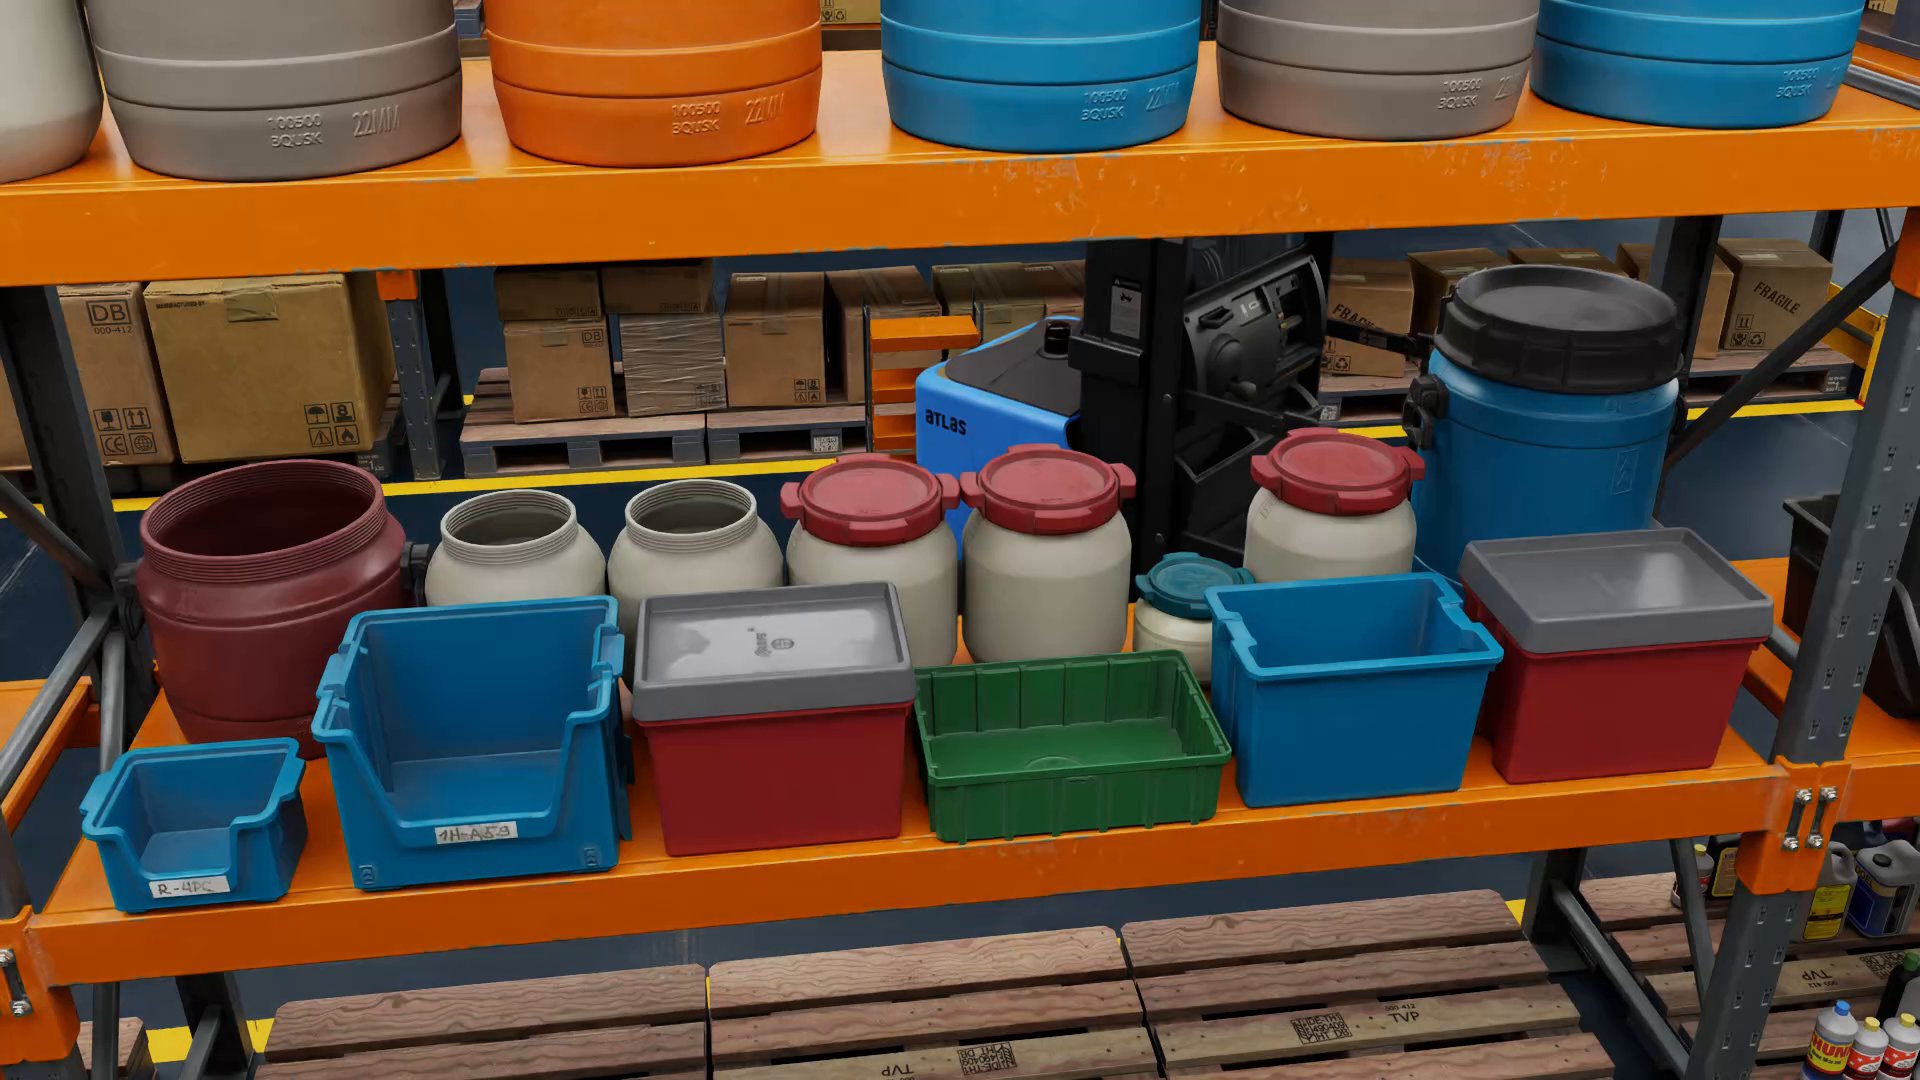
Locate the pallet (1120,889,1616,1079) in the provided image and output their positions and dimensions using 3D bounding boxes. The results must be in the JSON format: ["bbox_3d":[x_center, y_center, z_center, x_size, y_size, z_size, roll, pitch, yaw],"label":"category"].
[{"bbox_3d":[1.146,1.441,4.711,1.213,0.211,1.003,-4,27,-7],"label":"pallet"}]

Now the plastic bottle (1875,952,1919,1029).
[{"bbox_3d":[2.596,1.242,4.536,0.133,0.283,0.061,-4,27,-7],"label":"plastic bottle"}]

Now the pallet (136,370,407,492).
[{"bbox_3d":[-3.524,-0.595,8.679,1.213,0.211,1.003,-4,27,-7],"label":"pallet"}]

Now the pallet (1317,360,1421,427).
[{"bbox_3d":[1.888,-0.924,9.320,1.213,0.211,1.003,-4,27,-7],"label":"pallet"}]

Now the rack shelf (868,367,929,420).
[{"bbox_3d":[-0.164,-0.662,7.384,0.480,0.148,0.258,-4,27,-7],"label":"rack shelf"}]

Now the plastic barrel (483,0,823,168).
[{"bbox_3d":[-0.552,-1.134,2.919,0.708,0.830,0.600,-4,27,-7],"label":"plastic barrel"}]

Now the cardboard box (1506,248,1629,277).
[{"bbox_3d":[3.359,-1.319,9.312,0.500,0.500,0.500,-1,27,-2],"label":"cardboard box"}]

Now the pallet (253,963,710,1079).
[{"bbox_3d":[-1.270,1.596,4.408,1.213,0.211,1.003,-4,27,-7],"label":"pallet"}]

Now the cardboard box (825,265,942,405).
[{"bbox_3d":[-0.412,-1.103,8.870,0.500,0.500,0.700,-6,28,-12],"label":"cardboard box"}]

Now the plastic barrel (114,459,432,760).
[{"bbox_3d":[-1.626,0.160,4.003,0.708,0.536,0.600,-4,27,-7],"label":"plastic barrel"}]

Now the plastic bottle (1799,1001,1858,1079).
[{"bbox_3d":[2.295,1.329,4.381,0.097,0.271,0.097,0,27,0],"label":"plastic bottle"}]

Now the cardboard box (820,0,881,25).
[{"bbox_3d":[-0.843,-4.181,12.503,0.500,0.500,0.500,-3,27,-7],"label":"cardboard box"}]

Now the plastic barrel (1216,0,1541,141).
[{"bbox_3d":[0.797,-1.253,3.071,0.600,0.901,0.600,0,27,0],"label":"plastic barrel"}]

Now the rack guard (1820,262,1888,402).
[{"bbox_3d":[5.114,-1.244,9.626,0.348,0.500,1.175,-4,27,-7],"label":"rack guard"}]

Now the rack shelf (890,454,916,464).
[{"bbox_3d":[-0.164,-0.287,7.577,0.480,0.148,0.258,-4,27,-7],"label":"rack shelf"}]

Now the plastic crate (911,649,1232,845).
[{"bbox_3d":[0.233,0.465,3.789,0.662,0.188,0.450,-4,27,-7],"label":"plastic crate"}]

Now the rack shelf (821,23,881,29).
[{"bbox_3d":[-1.343,-3.908,12.868,4.000,0.370,1.077,-4,27,-7],"label":"rack shelf"}]

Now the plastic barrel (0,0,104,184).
[{"bbox_3d":[-1.693,-0.878,2.768,0.421,0.512,0.421,0,27,0],"label":"plastic barrel"}]

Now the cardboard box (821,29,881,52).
[{"bbox_3d":[-0.476,-2.187,8.154,0.637,0.503,0.797,-1,27,-2],"label":"cardboard box"}]

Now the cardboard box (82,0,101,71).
[{"bbox_3d":[-4.105,-2.263,7.667,0.637,0.503,0.797,-3,27,-6],"label":"cardboard box"}]

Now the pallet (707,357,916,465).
[{"bbox_3d":[-0.753,-0.736,8.954,1.213,0.211,1.003,-4,27,-7],"label":"pallet"}]

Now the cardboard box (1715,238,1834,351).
[{"bbox_3d":[4.568,-1.403,9.477,0.500,0.500,0.500,1,27,2],"label":"cardboard box"}]

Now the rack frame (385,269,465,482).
[{"bbox_3d":[-2.733,-1.852,8.073,0.127,3.000,1.000,-4,27,-7],"label":"rack frame"}]

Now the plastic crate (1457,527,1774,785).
[{"bbox_3d":[1.481,0.273,3.861,0.583,0.464,0.402,-4,27,-7],"label":"plastic crate"}]

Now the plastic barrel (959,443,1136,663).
[{"bbox_3d":[0.214,0.081,4.158,0.433,0.535,0.433,0,27,0],"label":"plastic barrel"}]

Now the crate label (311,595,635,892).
[{"bbox_3d":[-1.021,0.431,3.586,0.616,0.435,0.502,-4,27,-7],"label":"crate label"}]

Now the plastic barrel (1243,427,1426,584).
[{"bbox_3d":[0.940,0.034,4.249,0.433,0.535,0.433,0,27,0],"label":"plastic barrel"}]

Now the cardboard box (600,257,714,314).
[{"bbox_3d":[-1.550,-1.364,8.557,0.500,0.250,0.500,-1,27,-1],"label":"cardboard box"}]

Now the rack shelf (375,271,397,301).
[{"bbox_3d":[-4.713,-1.405,7.990,4.000,0.370,1.077,-4,27,-7],"label":"rack shelf"}]

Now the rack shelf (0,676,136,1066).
[{"bbox_3d":[-4.023,0.834,3.626,4.000,0.370,1.077,-4,27,-7],"label":"rack shelf"}]

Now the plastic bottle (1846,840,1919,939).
[{"bbox_3d":[2.751,1.031,4.957,0.135,0.276,0.152,-4,27,-7],"label":"plastic bottle"}]

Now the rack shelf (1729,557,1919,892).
[{"bbox_3d":[3.899,0.326,4.618,4.000,0.370,1.077,-4,27,-7],"label":"rack shelf"}]

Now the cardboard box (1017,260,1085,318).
[{"bbox_3d":[0.617,-1.161,8.982,0.500,0.500,0.700,-6,28,-11],"label":"cardboard box"}]

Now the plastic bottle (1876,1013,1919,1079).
[{"bbox_3d":[2.496,1.347,4.422,0.097,0.201,0.097,0,27,0],"label":"plastic bottle"}]

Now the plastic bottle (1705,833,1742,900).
[{"bbox_3d":[2.348,0.966,5.075,0.133,0.283,0.061,-2,27,-5],"label":"plastic bottle"}]

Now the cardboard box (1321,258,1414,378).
[{"bbox_3d":[2.196,-1.228,9.136,0.500,0.500,0.500,5,28,9],"label":"cardboard box"}]

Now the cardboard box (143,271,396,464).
[{"bbox_3d":[-3.419,-1.059,8.395,0.875,0.875,1.225,-5,28,-10],"label":"cardboard box"}]

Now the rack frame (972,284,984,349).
[{"bbox_3d":[0.078,-0.539,7.486,0.015,1.200,0.240,-4,27,-7],"label":"rack frame"}]

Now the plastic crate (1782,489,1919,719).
[{"bbox_3d":[2.454,0.185,4.173,0.504,0.338,0.767,-4,27,-7],"label":"plastic crate"}]

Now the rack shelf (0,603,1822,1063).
[{"bbox_3d":[-0.062,0.580,4.122,4.000,0.370,1.077,-4,27,-7],"label":"rack shelf"}]

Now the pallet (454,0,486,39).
[{"bbox_3d":[-4.015,-3.922,12.317,1.003,0.211,1.213,-4,27,-7],"label":"pallet"}]

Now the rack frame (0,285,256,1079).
[{"bbox_3d":[-2.043,0.387,3.710,0.127,3.000,1.000,-4,27,-7],"label":"rack frame"}]

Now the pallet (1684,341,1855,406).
[{"bbox_3d":[4.304,-1.080,9.623,1.213,0.211,1.003,-4,27,-7],"label":"pallet"}]

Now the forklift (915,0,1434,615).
[{"bbox_3d":[1.257,-0.762,6.024,3.031,2.935,1.130,21,34,35],"label":"forklift"}]

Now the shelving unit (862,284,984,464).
[{"bbox_3d":[-0.164,-0.523,7.456,0.503,1.200,0.258,-4,27,-7],"label":"shelving unit"}]

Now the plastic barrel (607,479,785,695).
[{"bbox_3d":[-0.637,0.149,4.052,0.421,0.512,0.421,0,27,0],"label":"plastic barrel"}]

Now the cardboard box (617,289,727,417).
[{"bbox_3d":[-1.525,-1.028,8.724,0.500,0.500,0.700,-6,28,-11],"label":"cardboard box"}]

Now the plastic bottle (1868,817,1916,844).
[{"bbox_3d":[2.861,0.933,5.140,0.133,0.283,0.061,-2,27,-4],"label":"plastic bottle"}]
